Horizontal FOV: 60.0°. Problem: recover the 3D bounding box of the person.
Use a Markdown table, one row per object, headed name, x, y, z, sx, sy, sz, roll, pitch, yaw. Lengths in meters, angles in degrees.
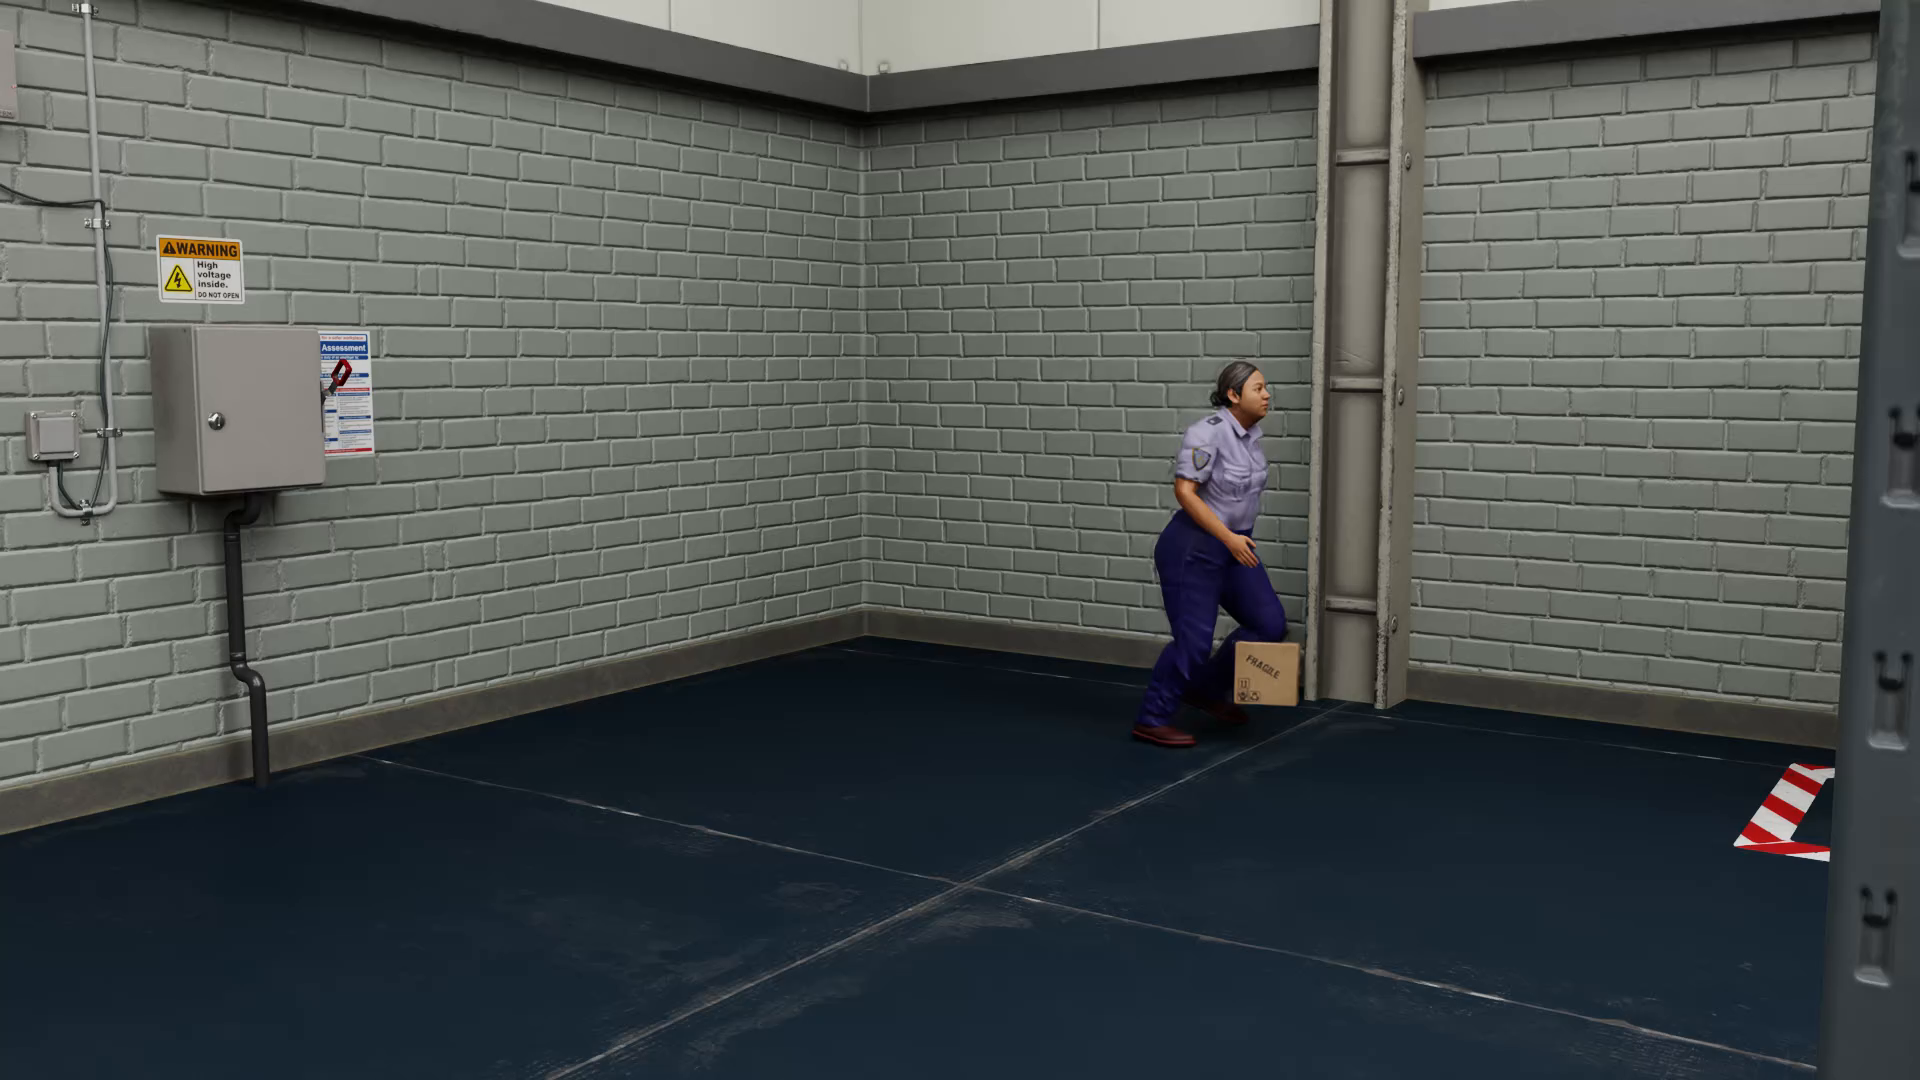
| name | x | y | z | sx | sy | sz | roll | pitch | yaw |
| --- | --- | --- | --- | --- | --- | --- | --- | --- | --- |
| person | 1.045 | 0.057 | 6.856 | 0.585 | 1.584 | 0.623 | 5 | 8 | 38 |
